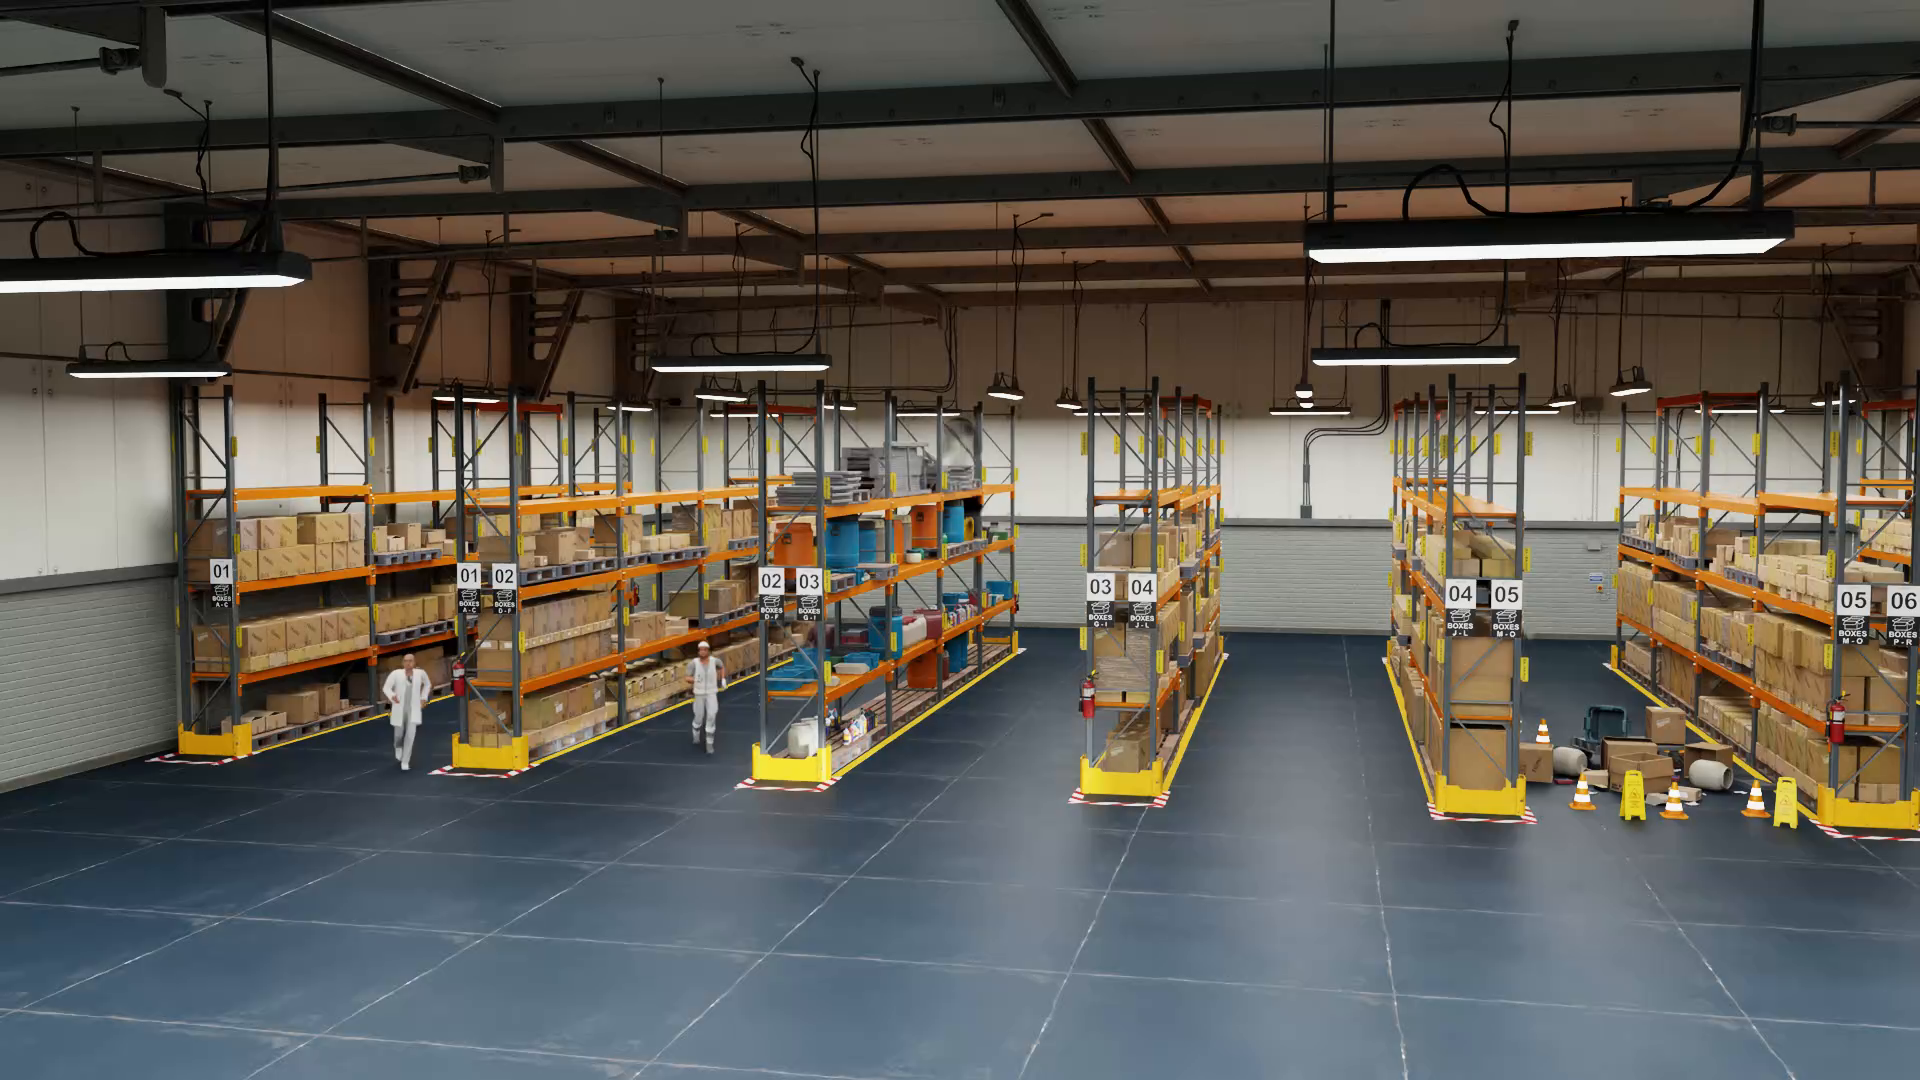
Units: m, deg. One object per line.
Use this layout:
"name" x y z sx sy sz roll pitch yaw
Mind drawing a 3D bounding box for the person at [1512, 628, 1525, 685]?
"person" 11.224 2.308 34.026 0.670 1.648 0.798 0 3 4

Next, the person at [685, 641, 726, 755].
"person" -4.202 2.570 27.443 0.674 1.826 0.938 -1 3 -11

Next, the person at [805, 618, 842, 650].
"person" -2.689 2.298 32.793 0.732 1.736 0.785 1 3 11

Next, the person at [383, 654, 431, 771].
"person" -8.668 2.666 26.098 0.722 1.772 0.929 -1 3 -18
